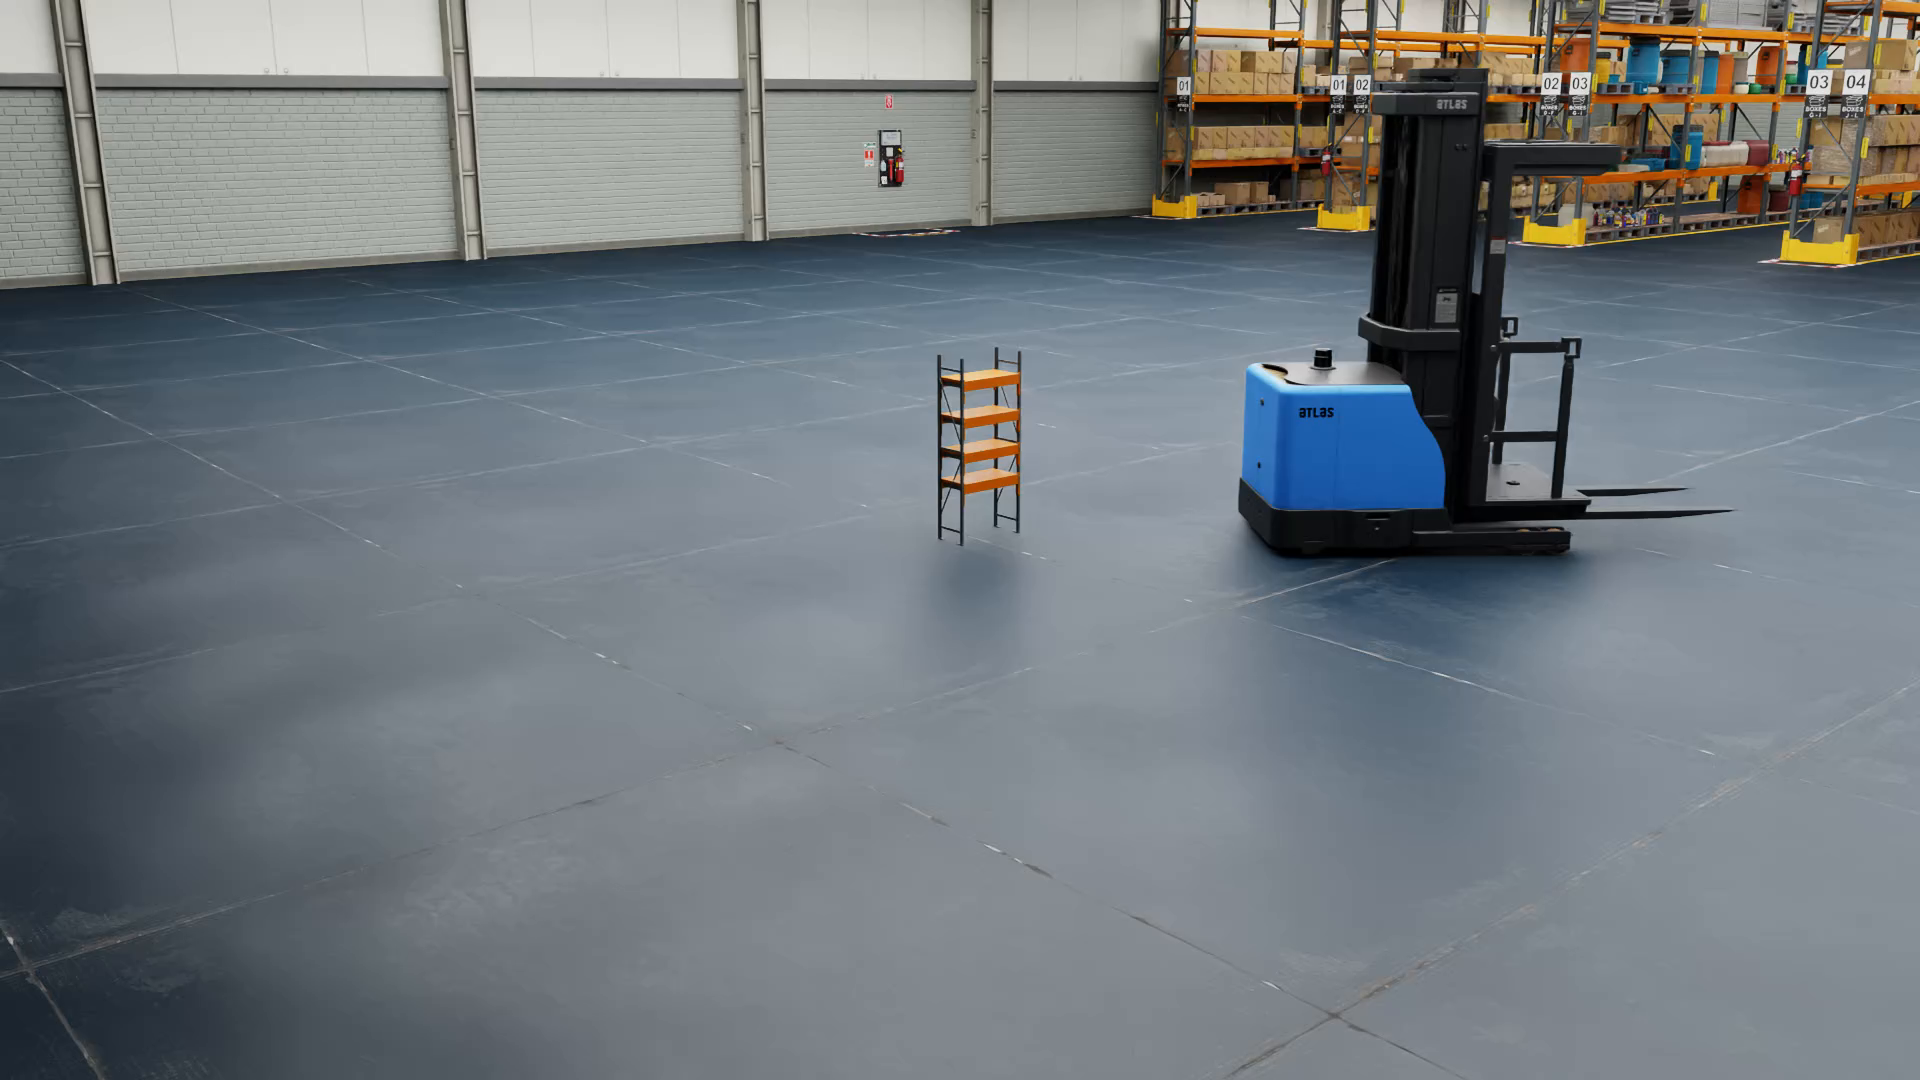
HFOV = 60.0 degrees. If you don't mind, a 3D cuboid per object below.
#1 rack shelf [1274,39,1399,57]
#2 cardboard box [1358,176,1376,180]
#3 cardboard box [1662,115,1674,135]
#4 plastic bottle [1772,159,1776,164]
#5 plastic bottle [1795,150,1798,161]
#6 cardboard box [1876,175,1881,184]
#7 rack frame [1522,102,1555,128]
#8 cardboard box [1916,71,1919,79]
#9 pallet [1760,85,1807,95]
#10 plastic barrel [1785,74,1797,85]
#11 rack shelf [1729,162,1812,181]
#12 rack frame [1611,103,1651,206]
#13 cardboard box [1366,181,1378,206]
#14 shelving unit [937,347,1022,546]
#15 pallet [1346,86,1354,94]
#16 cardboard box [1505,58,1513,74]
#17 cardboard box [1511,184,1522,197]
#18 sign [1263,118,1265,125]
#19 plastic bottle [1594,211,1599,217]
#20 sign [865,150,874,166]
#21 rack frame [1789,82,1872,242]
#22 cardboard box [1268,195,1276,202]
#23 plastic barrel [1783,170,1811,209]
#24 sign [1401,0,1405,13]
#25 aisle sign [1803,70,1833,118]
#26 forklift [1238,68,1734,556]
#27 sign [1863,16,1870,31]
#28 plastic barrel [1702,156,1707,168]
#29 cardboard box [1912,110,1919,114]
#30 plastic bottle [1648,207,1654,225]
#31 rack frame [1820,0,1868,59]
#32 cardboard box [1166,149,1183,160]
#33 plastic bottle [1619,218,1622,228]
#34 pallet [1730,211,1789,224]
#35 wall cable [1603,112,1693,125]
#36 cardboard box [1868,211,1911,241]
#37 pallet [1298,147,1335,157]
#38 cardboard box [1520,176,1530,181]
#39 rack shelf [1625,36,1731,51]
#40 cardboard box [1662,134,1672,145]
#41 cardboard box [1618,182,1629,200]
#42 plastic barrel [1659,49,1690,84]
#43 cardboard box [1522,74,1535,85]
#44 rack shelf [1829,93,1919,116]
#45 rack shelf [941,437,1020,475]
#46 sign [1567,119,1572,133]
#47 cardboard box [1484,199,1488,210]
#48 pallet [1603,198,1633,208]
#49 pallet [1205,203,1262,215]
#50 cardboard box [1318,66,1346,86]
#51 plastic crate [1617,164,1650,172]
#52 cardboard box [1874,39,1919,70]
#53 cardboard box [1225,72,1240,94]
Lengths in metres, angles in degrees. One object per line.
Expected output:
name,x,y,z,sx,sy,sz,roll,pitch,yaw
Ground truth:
rack shelf,9.572,-12.528,42.381,4.000,0.370,1.077,-13,19,-39
cardboard box,10.572,-9.381,44.051,0.500,0.500,0.700,-12,19,-39
cardboard box,18.282,-10.866,43.488,0.500,0.500,0.500,-13,20,-41
plastic bottle,18.123,-8.530,37.114,0.135,0.276,0.152,-13,19,-39
plastic bottle,19.025,-8.721,37.812,0.133,0.283,0.061,-13,19,-39
cardboard box,15.747,-6.265,28.881,0.250,0.149,0.380,-13,19,-39
rack frame,17.116,-11.864,49.353,0.127,3.000,1.000,-13,19,-39
cardboard box,16.772,-8.172,29.237,0.250,0.149,0.380,-12,19,-37
pallet,18.226,-10.049,37.110,1.213,0.211,1.003,-13,19,-39
plastic barrel,18.535,-10.292,37.142,0.294,0.245,0.294,0,15,0
rack shelf,19.093,-8.571,38.420,4.000,0.370,1.077,-13,19,-39
rack frame,17.353,-10.223,43.208,0.127,3.000,1.000,-13,19,-39
cardboard box,9.227,-7.559,36.298,0.500,0.500,0.500,-13,19,-39
shelving unit,0.125,-0.608,10.700,0.503,1.200,0.258,-13,19,-39
pallet,9.380,-11.450,42.354,1.003,0.211,1.213,-13,19,-39
cardboard box,15.204,-13.331,46.863,0.500,0.500,0.500,-13,20,-40
cardboard box,12.952,-8.295,39.419,0.500,0.311,0.500,-12,19,-38
sign,7.697,-10.498,41.995,0.005,0.325,0.100,-13,19,-39
plastic bottle,12.960,-6.579,33.992,0.135,0.276,0.152,-13,20,-41
sign,-1.894,-7.956,34.655,0.234,0.329,0.001,-13,19,-39
rack frame,14.801,-6.261,28.375,0.127,3.000,1.000,-13,19,-39
cardboard box,7.680,-8.578,41.690,0.380,0.166,0.250,13,20,40
plastic barrel,19.646,-8.238,39.031,0.708,0.901,0.600,-13,19,-39
sign,11.445,-13.793,42.985,0.005,0.325,0.100,-13,19,-39
aisle sign,14.557,-7.564,28.219,0.004,0.787,0.394,-13,19,-39
forklift,3.411,-1.454,10.513,3.031,2.935,1.130,-1,15,-4
sign,20.962,-11.948,38.446,0.005,0.325,0.100,-13,19,-39
plastic barrel,15.666,-8.030,35.267,0.301,0.262,0.301,0,15,0
cardboard box,18.510,-7.538,31.182,1.000,1.000,1.000,-12,19,-39
plastic bottle,14.126,-6.637,34.067,0.185,0.351,0.144,-14,20,-42
rack frame,20.602,-12.156,38.821,0.127,3.000,1.000,-13,19,-39
cardboard box,5.271,-9.208,39.660,0.500,0.250,0.500,-12,19,-39
plastic bottle,13.200,-6.349,33.278,0.097,0.201,0.097,0,15,0
pallet,18.152,-7.374,37.949,1.213,0.211,1.003,-13,19,-39
wall cable,21.618,-14.151,52.306,0.112,2.526,3.097,-13,19,-39
cardboard box,17.063,-5.775,30.587,0.500,0.500,0.500,-6,16,-22
pallet,8.736,-9.840,42.146,1.213,0.211,1.003,-13,19,-39
cardboard box,16.276,-10.636,48.787,0.500,0.500,0.700,-13,20,-40
rack shelf,18.862,-13.111,43.796,4.000,0.370,1.077,-13,19,-39
cardboard box,18.301,-10.392,43.647,0.500,0.500,0.500,-12,19,-38
cardboard box,16.791,-9.006,42.645,0.500,0.500,0.500,-13,19,-39
plastic barrel,14.808,-9.722,34.551,0.708,0.901,0.600,-13,19,-39
cardboard box,13.208,-10.850,39.221,0.500,0.250,0.500,-13,20,-40
rack shelf,16.310,-7.701,29.350,4.000,0.370,1.077,-13,19,-39
rack shelf,0.125,-0.543,10.717,0.480,0.148,0.258,-13,19,-39
sign,14.703,-9.997,40.120,0.005,0.325,0.100,-13,19,-39
cardboard box,12.172,-7.848,38.834,0.500,0.250,0.500,-12,19,-38
pallet,16.764,-8.730,43.025,1.213,0.211,1.003,-13,19,-39
pallet,6.659,-8.155,40.873,1.213,0.211,1.003,-13,19,-39
cardboard box,9.459,-11.817,42.359,0.500,0.500,0.500,-14,20,-41
plastic crate,13.508,-7.451,33.342,0.437,0.136,0.530,-13,19,-39
cardboard box,16.098,-8.342,28.617,0.500,0.500,0.500,-13,20,-40
cardboard box,6.280,-10.841,39.480,0.500,0.500,0.500,-12,19,-37
